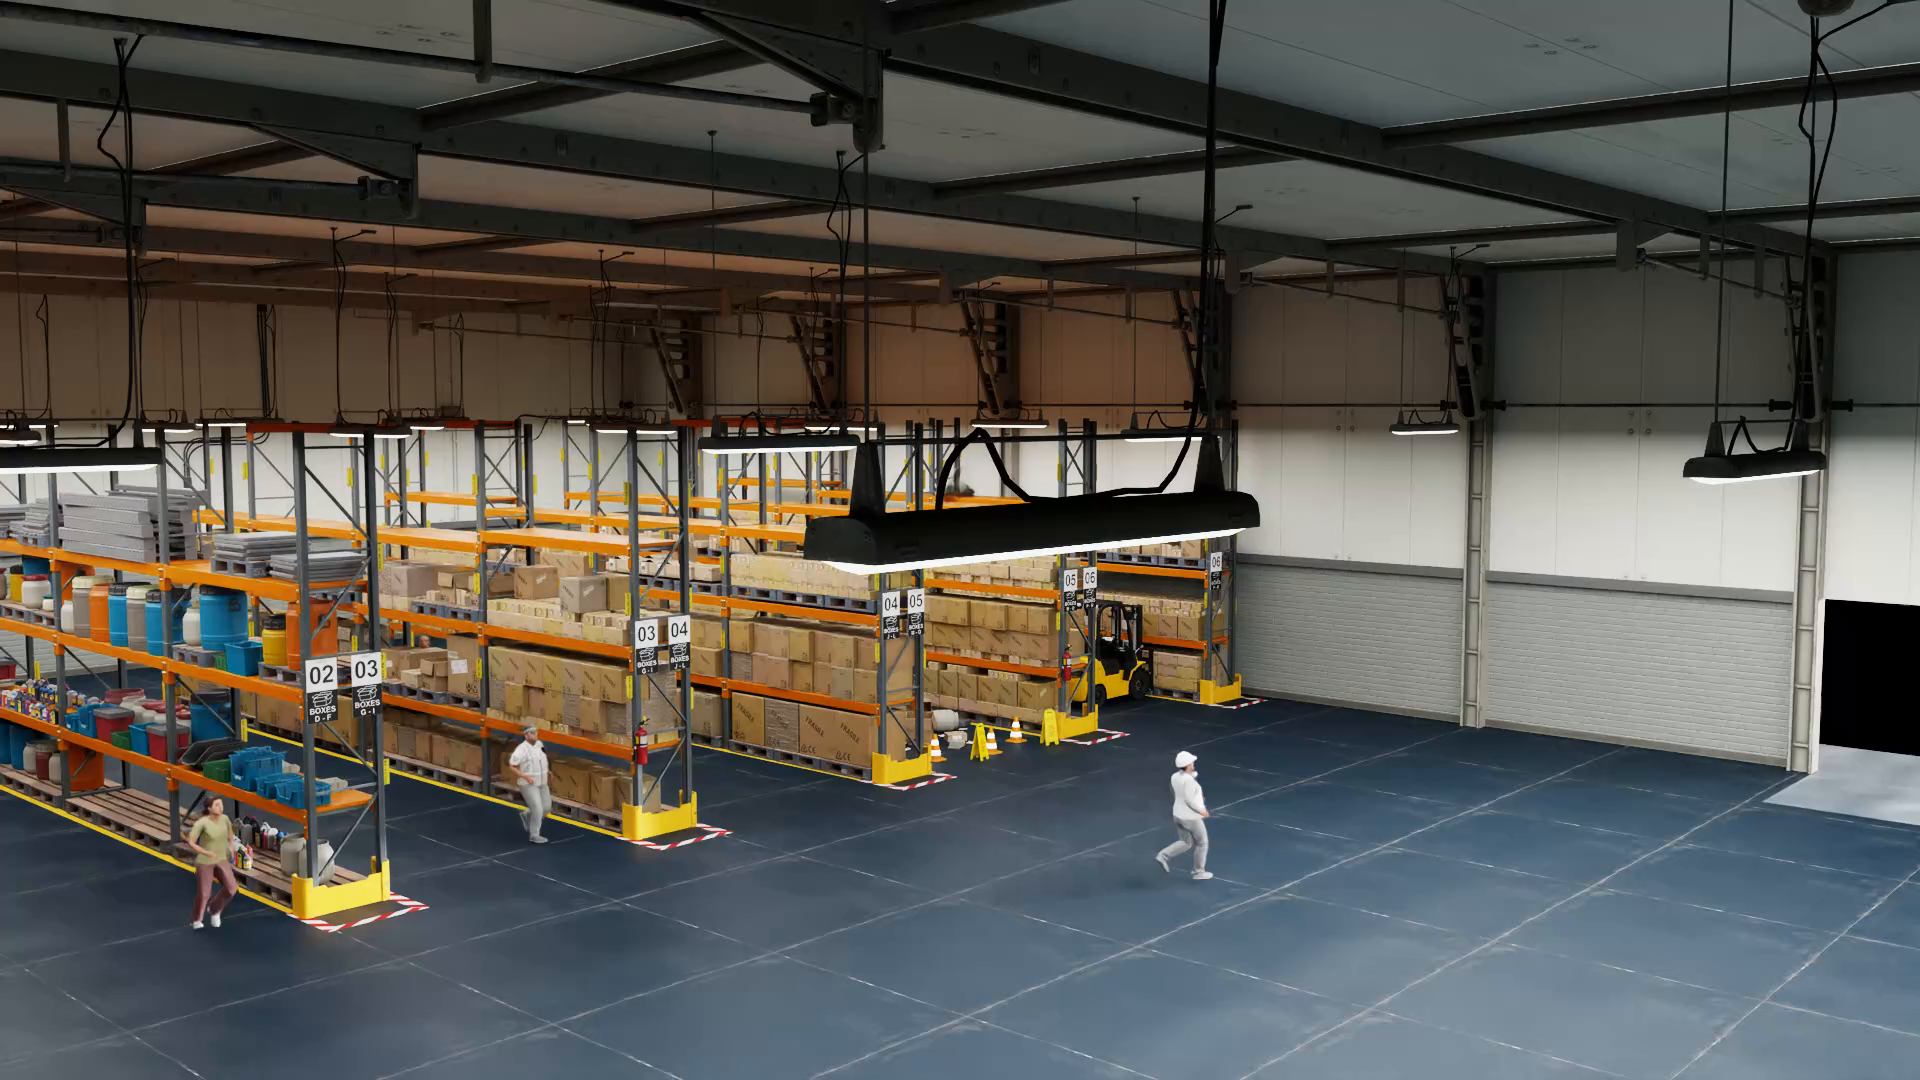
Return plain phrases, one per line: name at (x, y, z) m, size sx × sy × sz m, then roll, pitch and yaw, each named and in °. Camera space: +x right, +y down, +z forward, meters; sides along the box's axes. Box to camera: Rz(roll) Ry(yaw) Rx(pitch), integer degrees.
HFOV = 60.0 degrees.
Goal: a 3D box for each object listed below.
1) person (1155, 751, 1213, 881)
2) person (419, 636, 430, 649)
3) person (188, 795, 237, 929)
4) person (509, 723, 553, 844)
person at (2.999, 3.663, 22.038) m, size 0.803 × 1.739 × 0.668 m, roll -2°, pitch 5°, yaw -22°
person at (-10.487, 2.799, 32.628) m, size 0.728 × 1.847 × 0.692 m, roll 3°, pitch 6°, yaw 36°
person at (-8.964, 3.870, 20.020) m, size 0.606 × 1.621 × 0.635 m, roll 3°, pitch 6°, yaw 36°
person at (-6.206, 3.498, 24.066) m, size 0.624 × 1.728 × 0.664 m, roll 3°, pitch 6°, yaw 32°
